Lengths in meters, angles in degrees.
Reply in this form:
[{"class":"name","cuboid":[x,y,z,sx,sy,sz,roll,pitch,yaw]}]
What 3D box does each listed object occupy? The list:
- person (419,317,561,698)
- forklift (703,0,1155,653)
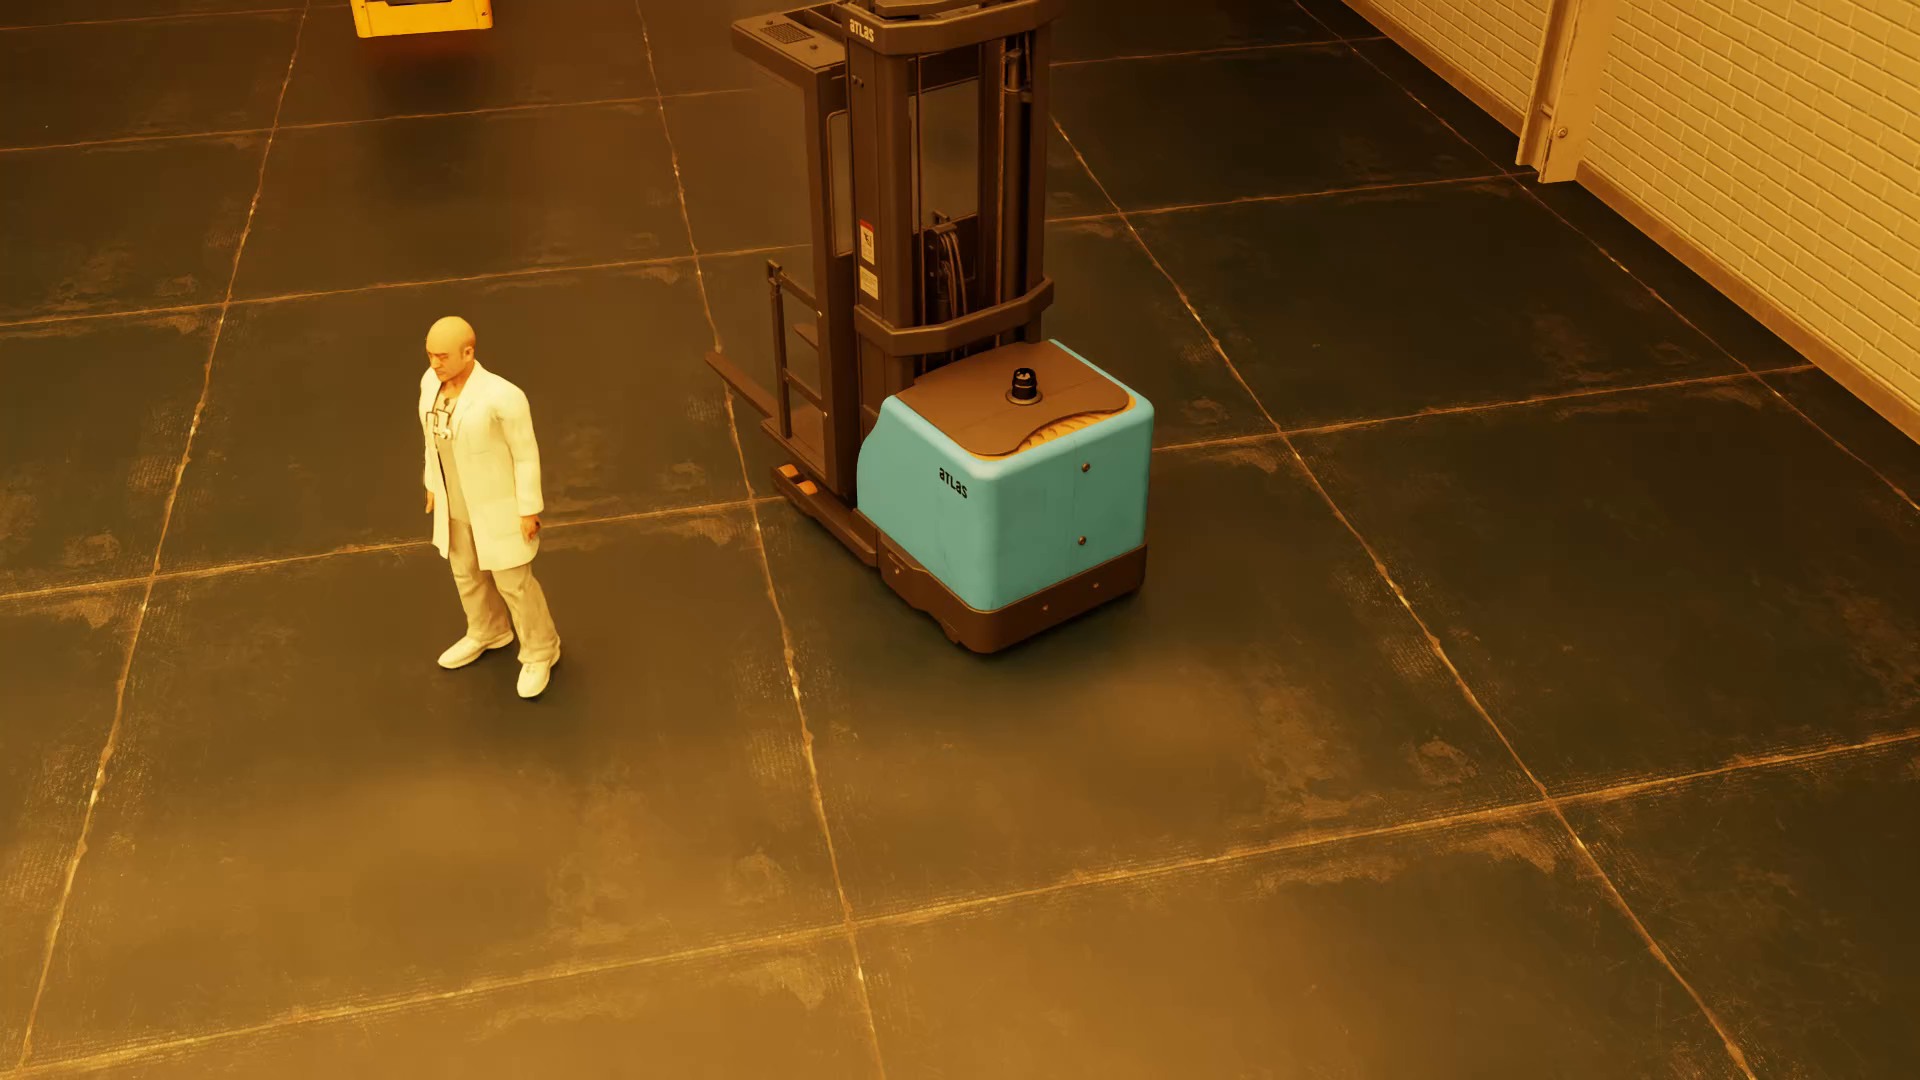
[{"class":"person","cuboid":[-2.109,-0.147,7.246,0.618,1.784,0.372,17,39,22]},{"class":"forklift","cuboid":[-0.350,-1.480,8.107,1.130,2.935,3.031,-22,41,-28]}]
